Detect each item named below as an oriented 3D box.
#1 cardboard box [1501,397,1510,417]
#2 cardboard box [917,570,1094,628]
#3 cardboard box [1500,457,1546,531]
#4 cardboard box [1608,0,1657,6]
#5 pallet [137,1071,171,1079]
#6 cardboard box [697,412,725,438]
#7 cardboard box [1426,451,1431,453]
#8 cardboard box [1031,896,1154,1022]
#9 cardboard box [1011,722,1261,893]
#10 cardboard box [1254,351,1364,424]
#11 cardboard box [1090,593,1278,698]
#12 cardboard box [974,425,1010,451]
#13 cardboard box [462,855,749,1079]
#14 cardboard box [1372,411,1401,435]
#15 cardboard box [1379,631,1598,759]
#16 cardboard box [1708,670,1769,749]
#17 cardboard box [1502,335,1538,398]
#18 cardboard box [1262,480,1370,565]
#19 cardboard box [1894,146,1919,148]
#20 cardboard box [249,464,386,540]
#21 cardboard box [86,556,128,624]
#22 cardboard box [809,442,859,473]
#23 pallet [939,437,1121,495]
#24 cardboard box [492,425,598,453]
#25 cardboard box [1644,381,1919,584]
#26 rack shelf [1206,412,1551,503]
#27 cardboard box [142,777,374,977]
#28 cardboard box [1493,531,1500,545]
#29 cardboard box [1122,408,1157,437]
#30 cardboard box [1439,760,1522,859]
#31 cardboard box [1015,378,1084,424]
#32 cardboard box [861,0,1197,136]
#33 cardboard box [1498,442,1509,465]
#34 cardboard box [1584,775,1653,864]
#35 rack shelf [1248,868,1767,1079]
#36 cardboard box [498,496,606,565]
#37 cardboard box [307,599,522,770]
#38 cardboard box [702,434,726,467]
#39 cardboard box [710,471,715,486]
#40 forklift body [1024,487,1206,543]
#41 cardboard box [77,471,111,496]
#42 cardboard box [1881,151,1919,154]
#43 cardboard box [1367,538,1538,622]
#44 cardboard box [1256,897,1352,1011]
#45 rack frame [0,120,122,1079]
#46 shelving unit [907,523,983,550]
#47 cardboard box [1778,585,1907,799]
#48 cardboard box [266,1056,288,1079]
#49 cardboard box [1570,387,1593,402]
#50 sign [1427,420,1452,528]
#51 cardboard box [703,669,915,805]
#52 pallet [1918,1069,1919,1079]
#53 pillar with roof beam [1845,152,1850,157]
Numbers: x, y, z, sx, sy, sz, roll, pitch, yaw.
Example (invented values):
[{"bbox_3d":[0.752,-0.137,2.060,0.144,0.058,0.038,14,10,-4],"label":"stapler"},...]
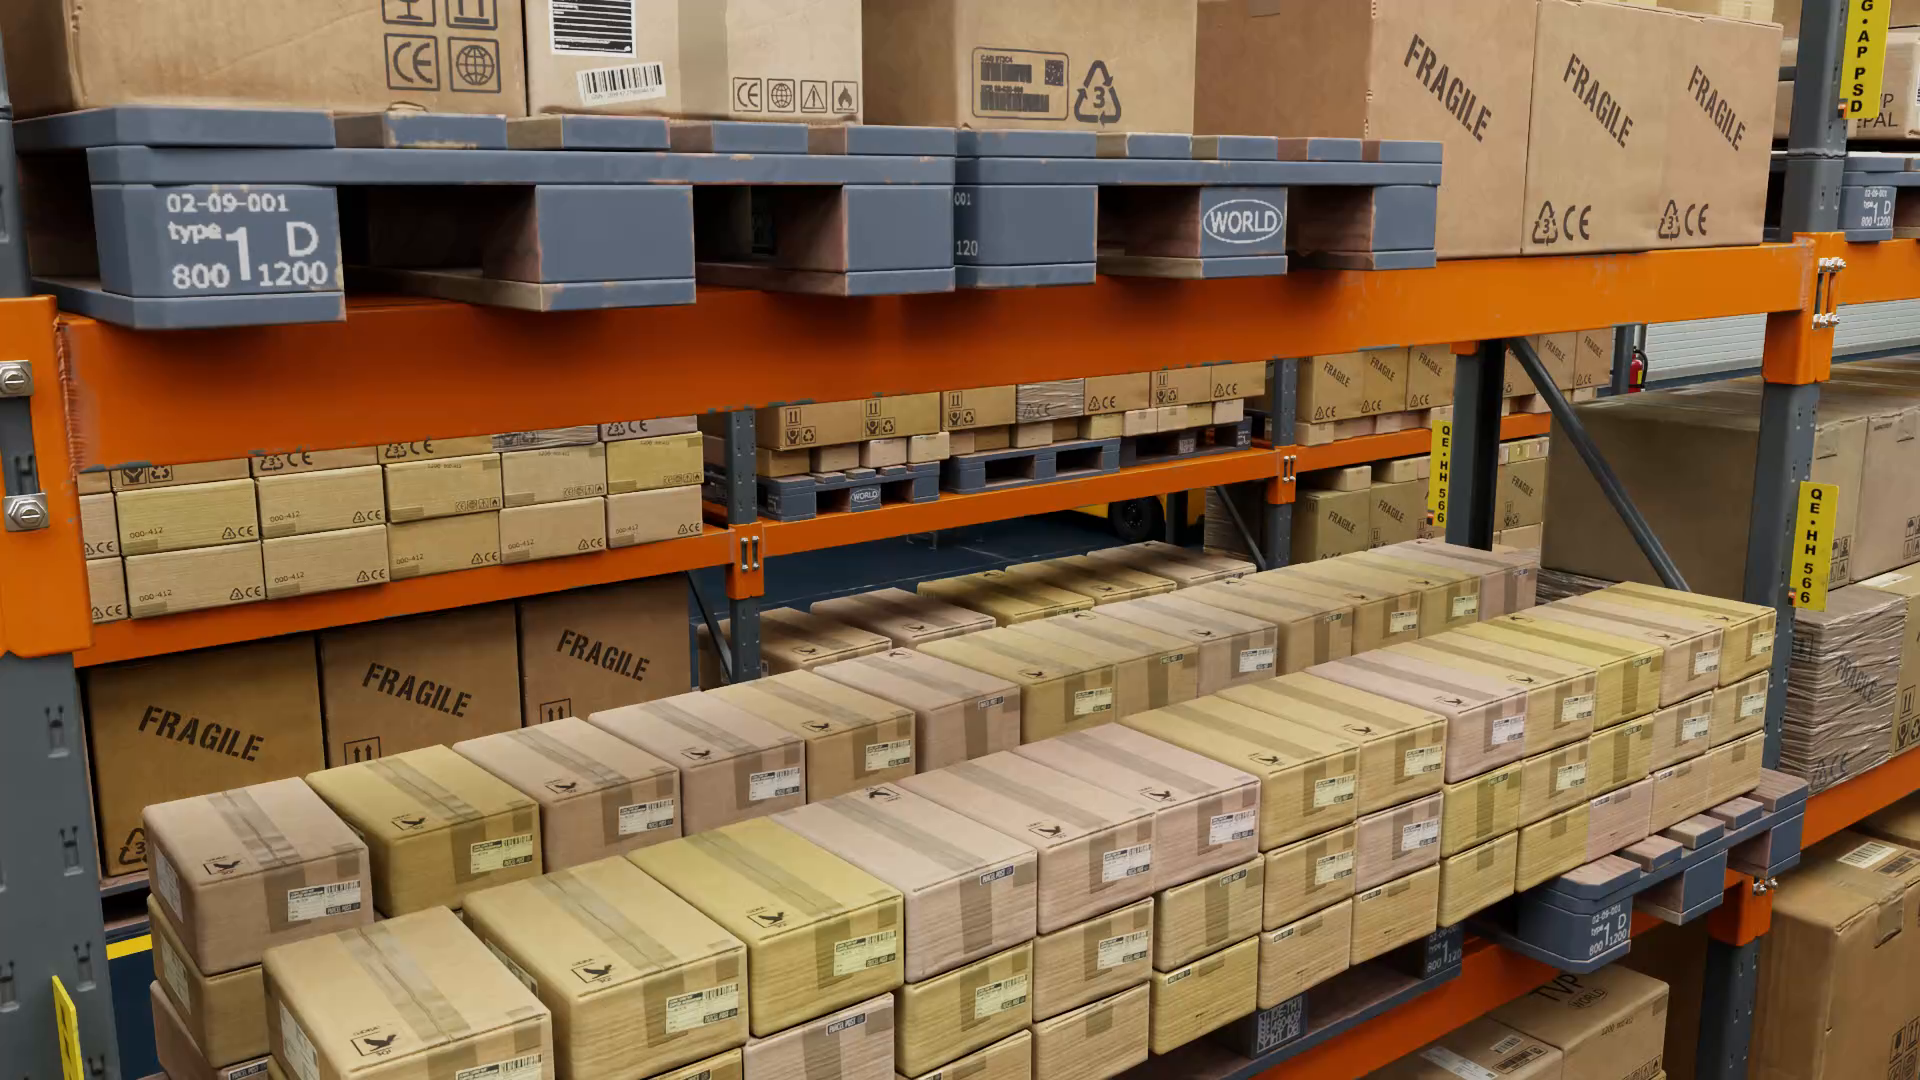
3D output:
[{"bbox_3d":[3.783,-0.987,12.160,0.250,0.149,0.380,-10,15,-38],"label":"cardboard box"},{"bbox_3d":[0.264,0.481,9.955,0.625,0.372,0.950,-9,15,-36],"label":"cardboard box"},{"bbox_3d":[4.028,-0.383,12.514,0.500,0.500,0.500,-9,15,-36],"label":"cardboard box"},{"bbox_3d":[1.276,-1.270,3.581,0.258,0.266,0.396,-9,15,-38],"label":"cardboard box"},{"bbox_3d":[-0.615,0.995,2.684,1.213,0.211,1.003,-9,15,-38],"label":"pallet"},{"bbox_3d":[-1.169,-0.836,8.877,0.500,0.500,0.500,-10,16,-39],"label":"cardboard box"},{"bbox_3d":[3.670,-0.466,12.905,0.500,0.500,0.500,-10,16,-40],"label":"cardboard box"},{"bbox_3d":[0.106,0.635,2.793,0.250,0.149,0.380,-9,15,-35],"label":"cardboard box"},{"bbox_3d":[0.301,0.459,2.909,0.250,0.149,0.380,-9,15,-36],"label":"cardboard box"},{"bbox_3d":[2.291,-1.058,10.931,0.500,0.500,0.500,-9,15,-38],"label":"cardboard box"},{"bbox_3d":[0.519,0.249,3.898,0.250,0.149,0.380,-9,15,-35],"label":"cardboard box"},{"bbox_3d":[0.067,-0.605,9.352,0.250,0.149,0.380,-9,15,-35],"label":"cardboard box"},{"bbox_3d":[-0.494,0.589,2.294,0.250,0.149,0.380,-9,15,-36],"label":"cardboard box"},{"bbox_3d":[2.787,-0.824,11.394,0.250,0.149,0.380,-9,15,-36],"label":"cardboard box"},{"bbox_3d":[1.116,0.323,3.546,0.250,0.149,0.380,-9,15,-36],"label":"cardboard box"},{"bbox_3d":[1.719,0.367,4.055,0.250,0.149,0.380,-9,15,-37],"label":"cardboard box"},{"bbox_3d":[3.858,-1.321,12.172,0.500,0.500,0.500,-10,15,-38],"label":"cardboard box"},{"bbox_3d":[2.402,-0.111,11.235,0.500,0.500,0.500,-9,15,-35],"label":"cardboard box"},{"bbox_3d":[3.315,-1.410,5.291,0.500,0.311,0.500,-10,15,-39],"label":"cardboard box"},{"bbox_3d":[-2.760,-0.195,6.983,0.500,0.250,0.500,-10,16,-39],"label":"cardboard box"},{"bbox_3d":[-3.562,0.178,6.428,0.500,0.250,0.500,-10,16,-39],"label":"cardboard box"},{"bbox_3d":[-0.739,-0.458,8.658,0.250,0.149,0.380,-11,16,-41],"label":"cardboard box"},{"bbox_3d":[0.170,-0.502,9.733,1.213,0.211,1.003,-9,15,-38],"label":"pallet"},{"bbox_3d":[-1.986,-0.693,7.522,0.500,0.500,0.500,-9,15,-37],"label":"cardboard box"},{"bbox_3d":[2.571,-0.203,5.215,0.500,0.500,0.700,-10,15,-38],"label":"cardboard box"},{"bbox_3d":[3.335,-0.759,12.213,4.000,0.370,1.077,-9,15,-38],"label":"rack shelf"},{"bbox_3d":[-1.111,0.519,2.623,0.250,0.149,0.380,-9,15,-35],"label":"cardboard box"},{"bbox_3d":[3.619,0.053,12.269,0.500,0.250,0.500,-10,16,-40],"label":"cardboard box"},{"bbox_3d":[0.951,-0.718,9.882,0.250,0.149,0.380,-9,15,-37],"label":"cardboard box"},{"bbox_3d":[0.917,0.501,3.425,0.250,0.149,0.380,-10,15,-38],"label":"cardboard box"},{"bbox_3d":[0.354,-0.955,9.438,0.500,0.500,0.500,-10,16,-40],"label":"cardboard box"},{"bbox_3d":[-0.015,-0.926,2.786,0.637,0.503,0.797,-10,15,-38],"label":"cardboard box"},{"bbox_3d":[3.784,-0.644,12.182,0.250,0.149,0.380,-9,15,-35],"label":"cardboard box"},{"bbox_3d":[1.327,0.579,3.775,0.250,0.149,0.380,-9,15,-37],"label":"cardboard box"},{"bbox_3d":[0.259,1.069,3.605,4.000,0.370,1.077,-9,15,-38],"label":"rack shelf"},{"bbox_3d":[-1.972,-0.082,7.656,0.500,0.250,0.500,-9,15,-37],"label":"cardboard box"},{"bbox_3d":[-2.641,0.693,7.749,0.875,0.875,0.875,-9,15,-37],"label":"cardboard box"},{"bbox_3d":[-1.242,-0.495,8.834,0.250,0.149,0.380,-9,15,-36],"label":"cardboard box"},{"bbox_3d":[-2.342,-0.531,14.113,0.625,0.625,0.875,-10,15,-38],"label":"cardboard box"},{"bbox_3d":[1.451,-1.218,14.686,1.214,2.155,2.313,-9,15,-38],"label":"forklift body"},{"bbox_3d":[-3.571,-0.432,6.295,0.500,0.500,0.500,-10,15,-38],"label":"cardboard box"},{"bbox_3d":[3.687,-1.521,6.200,0.250,0.149,0.380,-9,15,-38],"label":"cardboard box"},{"bbox_3d":[1.335,0.113,4.536,0.250,0.149,0.380,-9,15,-38],"label":"cardboard box"},{"bbox_3d":[0.507,0.715,3.134,0.250,0.149,0.380,-10,16,-40],"label":"cardboard box"},{"bbox_3d":[-1.303,0.977,2.308,0.127,3.000,1.000,-9,15,-38],"label":"rack frame"},{"bbox_3d":[-0.129,-1.006,13.810,0.503,2.100,0.431,-9,15,-38],"label":"shelving unit"},{"bbox_3d":[2.340,0.394,4.810,0.500,0.500,0.500,-9,15,-37],"label":"cardboard box"},{"bbox_3d":[-0.708,0.772,2.149,0.250,0.149,0.380,-9,15,-37],"label":"cardboard box"},{"bbox_3d":[4.609,-1.113,12.755,0.250,0.149,0.380,-10,15,-38],"label":"cardboard box"},{"bbox_3d":[1.471,-0.198,5.054,0.005,0.325,0.100,-9,15,-38],"label":"sign"},{"bbox_3d":[-0.300,0.386,3.253,0.250,0.149,0.380,-10,16,-39],"label":"cardboard box"},{"bbox_3d":[2.483,1.731,5.467,1.213,0.211,1.003,-9,15,-38],"label":"pallet"},{"bbox_3d":[17.431,-6.803,24.501,0.400,9.000,9.100,-9,15,-38],"label":"pillar with roof beam"}]
